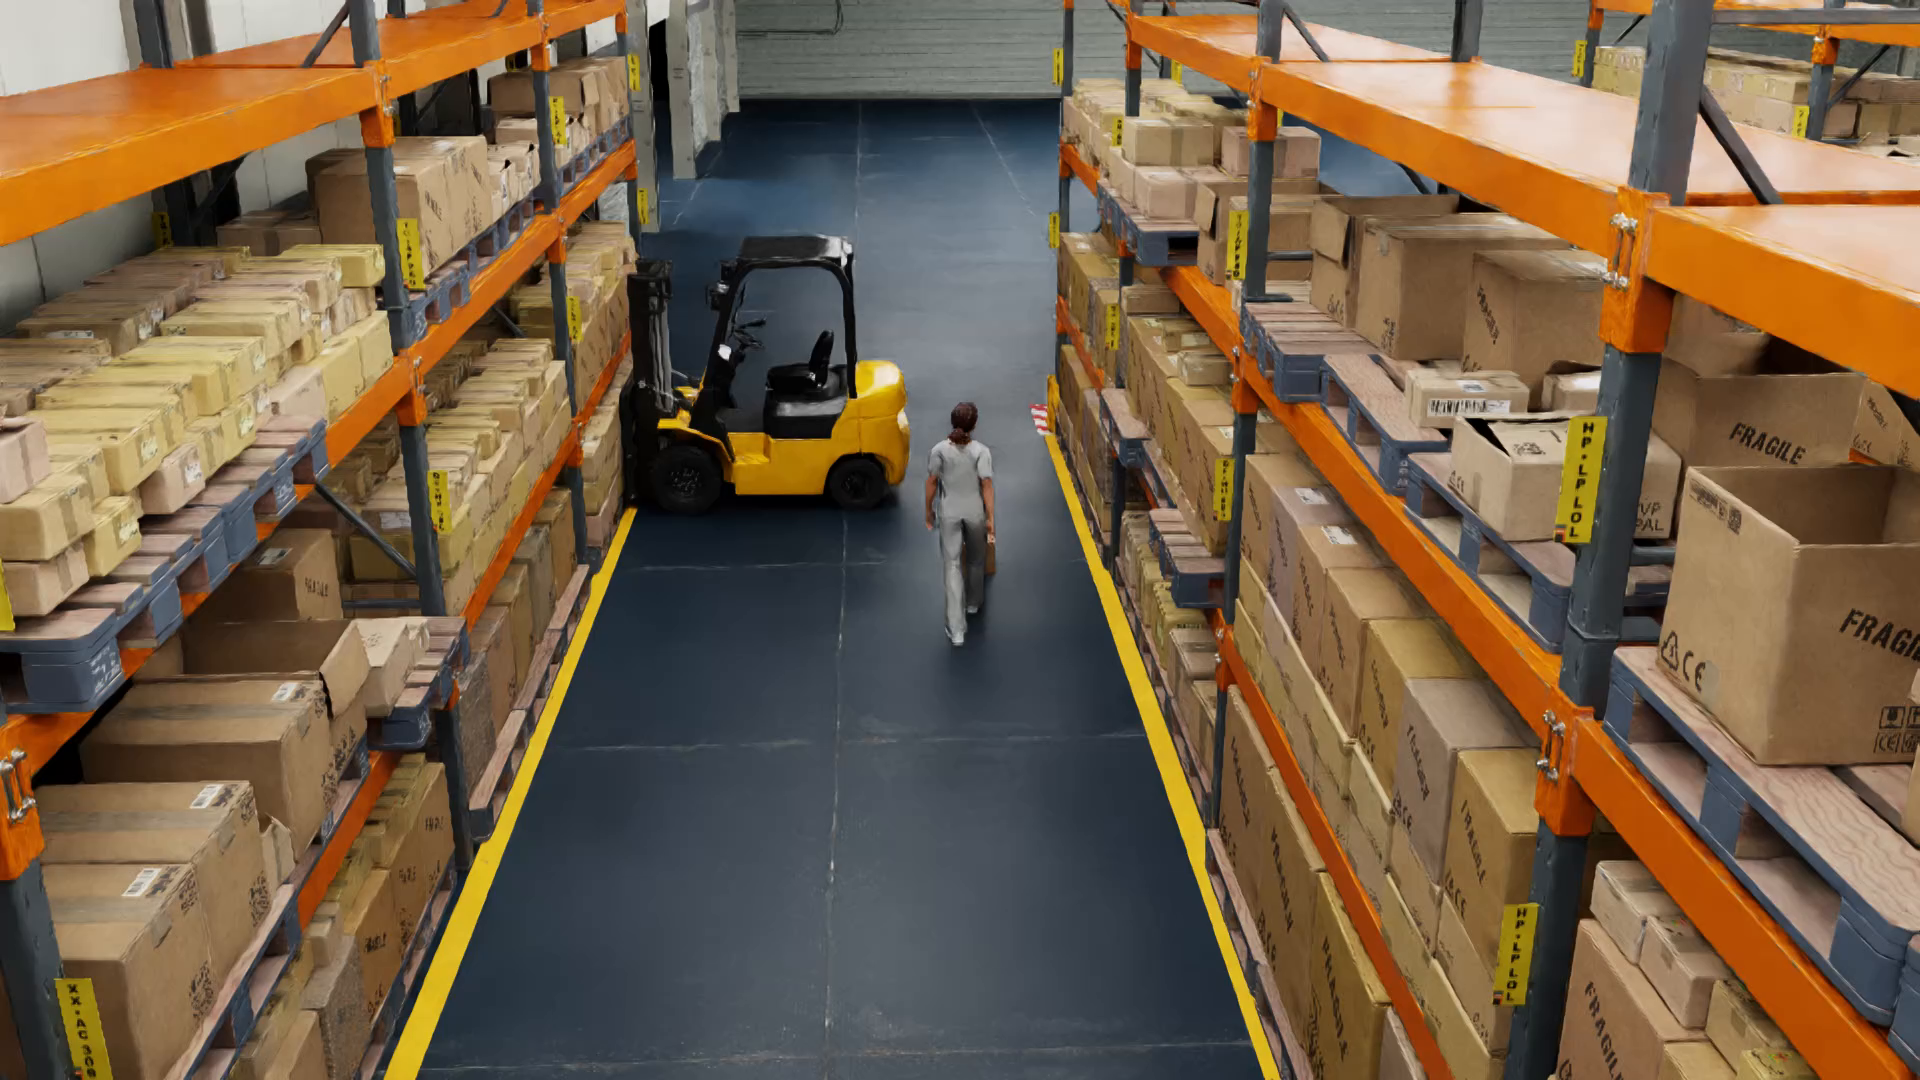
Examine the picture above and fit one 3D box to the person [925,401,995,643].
[{"bbox_3d":[0.002,-0.178,11.573,0.499,1.629,0.931,1,21,4],"label":"person"}]
